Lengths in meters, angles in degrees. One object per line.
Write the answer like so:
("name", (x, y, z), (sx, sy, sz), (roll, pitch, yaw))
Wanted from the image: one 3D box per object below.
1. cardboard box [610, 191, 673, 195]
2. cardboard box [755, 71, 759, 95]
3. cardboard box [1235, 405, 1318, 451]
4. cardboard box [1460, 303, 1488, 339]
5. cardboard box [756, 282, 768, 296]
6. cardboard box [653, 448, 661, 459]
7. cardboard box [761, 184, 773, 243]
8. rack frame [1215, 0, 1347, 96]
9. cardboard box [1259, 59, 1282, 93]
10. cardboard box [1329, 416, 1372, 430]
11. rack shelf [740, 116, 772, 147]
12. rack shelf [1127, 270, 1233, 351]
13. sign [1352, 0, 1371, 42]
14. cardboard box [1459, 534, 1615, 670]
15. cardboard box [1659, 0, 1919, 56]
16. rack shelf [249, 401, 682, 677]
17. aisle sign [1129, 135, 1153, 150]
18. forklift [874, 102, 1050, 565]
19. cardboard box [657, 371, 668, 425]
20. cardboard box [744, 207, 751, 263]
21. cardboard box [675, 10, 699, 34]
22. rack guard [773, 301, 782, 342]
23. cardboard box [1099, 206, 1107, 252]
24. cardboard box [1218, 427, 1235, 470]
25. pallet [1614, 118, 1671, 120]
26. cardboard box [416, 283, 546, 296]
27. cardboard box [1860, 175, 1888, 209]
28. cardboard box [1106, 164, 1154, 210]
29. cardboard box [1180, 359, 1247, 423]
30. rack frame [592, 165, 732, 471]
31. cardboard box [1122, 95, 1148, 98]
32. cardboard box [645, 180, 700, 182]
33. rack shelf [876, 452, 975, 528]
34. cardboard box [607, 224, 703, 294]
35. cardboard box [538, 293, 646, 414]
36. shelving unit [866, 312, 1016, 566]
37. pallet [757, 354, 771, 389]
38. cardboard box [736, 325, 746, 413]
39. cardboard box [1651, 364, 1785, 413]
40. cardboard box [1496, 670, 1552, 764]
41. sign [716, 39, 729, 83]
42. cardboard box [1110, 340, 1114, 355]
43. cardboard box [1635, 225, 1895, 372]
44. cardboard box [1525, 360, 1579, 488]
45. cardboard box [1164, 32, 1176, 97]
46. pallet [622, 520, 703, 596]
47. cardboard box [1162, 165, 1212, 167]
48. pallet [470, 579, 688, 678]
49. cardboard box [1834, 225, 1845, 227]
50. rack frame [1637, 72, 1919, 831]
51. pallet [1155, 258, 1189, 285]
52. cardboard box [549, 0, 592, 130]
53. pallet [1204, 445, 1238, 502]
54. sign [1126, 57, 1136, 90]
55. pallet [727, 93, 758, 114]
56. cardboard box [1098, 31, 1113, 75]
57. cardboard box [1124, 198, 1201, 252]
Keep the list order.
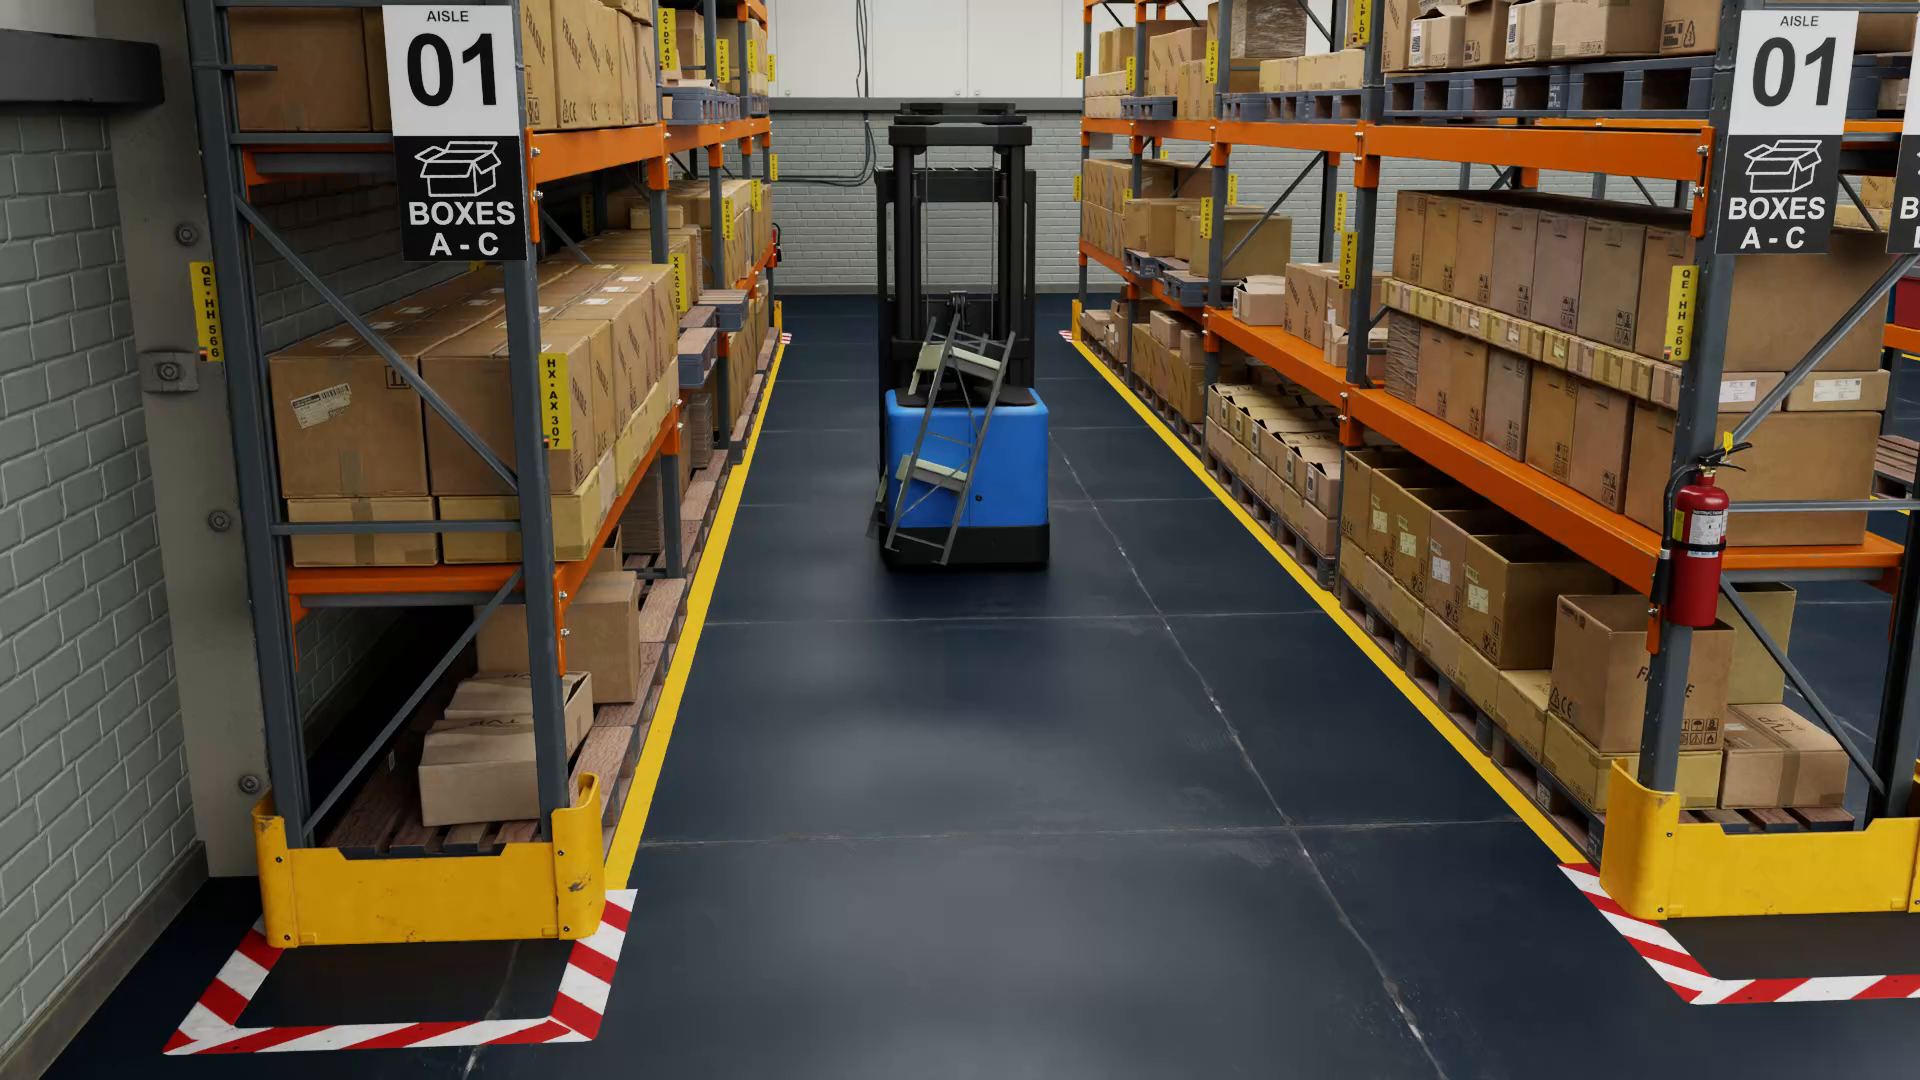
("cardboard box", (-2.712, -2.830, 14.162), (0.500, 0.250, 0.500), (-1, 14, -5))
("cardboard box", (-2.442, -4.956, 18.007), (0.500, 0.250, 0.500), (-1, 14, -5))
("cardboard box", (2.357, -0.855, 12.380), (0.500, 0.311, 0.500), (-1, 14, -5))
("cardboard box", (2.702, -1.082, 8.208), (0.380, 0.149, 0.250), (-1, 14, -5))
("cardboard box", (-2.543, -3.058, 20.264), (0.380, 0.149, 0.250), (0, 14, -2))
("cardboard box", (-2.293, -0.345, 10.981), (0.700, 0.500, 0.500), (-1, 14, -5))
("cardboard box", (-2.851, -4.035, 20.586), (0.980, 0.700, 0.700), (0, 14, -1))
("rack frame", (2.547, -5.009, 12.937), (1.000, 3.000, 0.127), (-1, 14, -3))
("cardboard box", (2.631, -3.576, 12.842), (0.500, 0.250, 0.500), (-2, 15, -8))
("cardboard box", (2.921, -0.742, 11.939), (0.500, 0.311, 0.500), (0, 14, -2))
("rack shelf", (-2.769, -4.623, 18.899), (1.077, 0.370, 4.000), (-1, 14, -3))
("rack shelf", (2.423, -2.253, 15.707), (1.077, 0.370, 4.000), (-1, 14, -3))
("sign", (2.254, -2.954, 9.299), (0.100, 0.325, 0.005), (-1, 14, -3))
("cardboard box", (2.636, 0.273, 7.615), (0.500, 0.500, 0.500), (-1, 14, -3))
("cardboard box", (3.011, -2.031, 6.051), (0.797, 0.503, 0.637), (0, 14, 0))
("rack shelf", (-2.025, -0.186, 7.674), (1.077, 0.370, 4.000), (-1, 14, -3))
("aisle sign", (2.353, -5.374, 21.177), (0.394, 0.787, 0.004), (-1, 14, -3))
("forklift", (-0.044, -1.576, 11.770), (1.130, 2.935, 3.031), (-1, 14, -4))
("cardboard box", (-1.795, -0.732, 8.612), (0.500, 0.250, 0.500), (-1, 14, -3))
("cardboard box", (-2.323, -2.986, 16.274), (0.500, 0.500, 0.500), (-1, 14, -3))
("cardboard box", (-2.672, -4.741, 15.324), (0.500, 0.250, 0.500), (-1, 14, -5))
("rack guard", (-2.894, -2.812, 21.451), (1.175, 0.500, 0.348), (-1, 14, -3))
("cardboard box", (1.910, -3.650, 19.493), (0.500, 0.500, 0.500), (-1, 14, -3))
("cardboard box", (2.318, -0.716, 12.965), (0.500, 0.250, 0.500), (-1, 14, -5))
("pallet", (7.389, -4.342, 16.742), (1.213, 0.211, 1.003), (-1, 14, -3))
("cardboard box", (-2.275, -0.959, 7.991), (0.500, 0.500, 0.500), (0, 14, -2))
("cardboard box", (11.730, -4.432, 20.933), (0.500, 0.500, 0.500), (-1, 14, -5))
("cardboard box", (1.944, -4.006, 18.869), (0.500, 0.500, 0.500), (-1, 14, -3))
("cardboard box", (2.255, -1.336, 14.831), (0.500, 0.500, 0.500), (0, 14, -1))
("rack frame", (-2.397, -2.027, 13.383), (1.000, 3.000, 0.127), (-1, 14, -3))
("cardboard box", (2.004, -4.596, 17.650), (0.500, 0.250, 0.500), (-1, 14, -3))
("cardboard box", (-2.876, -3.468, 16.644), (0.500, 0.250, 0.500), (0, 14, -2))
("rack shelf", (-0.231, -0.339, 10.576), (0.431, 0.370, 0.720), (16, 2, -13))
("cardboard box", (-2.358, -2.171, 12.862), (0.700, 0.500, 0.500), (-3, 15, -10))
("cardboard box", (-1.721, -0.841, 7.529), (0.500, 0.500, 0.500), (0, 14, -2))
("shelving unit", (-0.137, -0.651, 10.565), (0.431, 1.500, 0.755), (16, 2, -13))
("pallet", (-2.614, -1.861, 18.337), (1.003, 0.211, 1.213), (-1, 14, -3))
("cardboard box", (-2.359, -1.592, 15.165), (0.750, 0.750, 0.750), (-1, 14, -4))
("cardboard box", (2.829, -0.569, 6.216), (0.380, 0.149, 0.250), (-1, 14, -4))
("cardboard box", (2.672, 0.761, 7.225), (0.500, 0.250, 0.500), (-1, 14, -3))
("sign", (-1.855, -3.738, 12.976), (0.100, 0.325, 0.005), (-1, 14, -3))
("cardboard box", (1.898, -2.161, 18.744), (0.380, 0.149, 0.250), (-1, 14, -3))
("cardboard box", (3.023, -0.921, 6.281), (0.700, 0.500, 0.500), (-1, 14, -3))
("cardboard box", (2.964, -0.533, 7.379), (0.700, 0.500, 0.500), (-1, 14, -3))
("cardboard box", (2.321, -4.560, 15.964), (0.600, 0.600, 0.600), (-1, 14, -4))
("pallet", (-2.199, 0.125, 10.617), (1.003, 0.211, 1.213), (-1, 14, -3))
("cardboard box", (2.518, -3.881, 18.385), (0.500, 0.500, 0.500), (-1, 14, -5))
("pallet", (-2.072, 0.485, 9.217), (1.003, 0.211, 1.213), (-1, 14, -3))
("cardboard box", (11.631, -4.031, 21.676), (0.380, 0.149, 0.250), (-1, 14, -3))
("rack frame", (3.043, -0.114, 5.951), (1.000, 3.000, 0.127), (-1, 14, -3))
("pallet", (2.422, -2.495, 15.588), (1.003, 0.211, 1.213), (-1, 14, -3))
("cardboard box", (-1.670, -1.769, 6.121), (0.500, 0.500, 0.500), (0, 14, 0))
("pallet", (2.559, -0.548, 13.234), (1.003, 0.211, 1.213), (-1, 14, -3))
("sign", (1.758, -4.792, 17.073), (0.100, 0.325, 0.005), (-1, 14, -3))
("pallet", (-2.685, -4.635, 17.679), (1.003, 0.211, 1.213), (-1, 14, -3))
("cardboard box", (2.046, -5.826, 19.922), (0.700, 0.500, 0.500), (-1, 14, -3))
("cardboard box", (2.105, -3.229, 17.015), (0.700, 0.500, 0.500), (-6, 16, -22))
